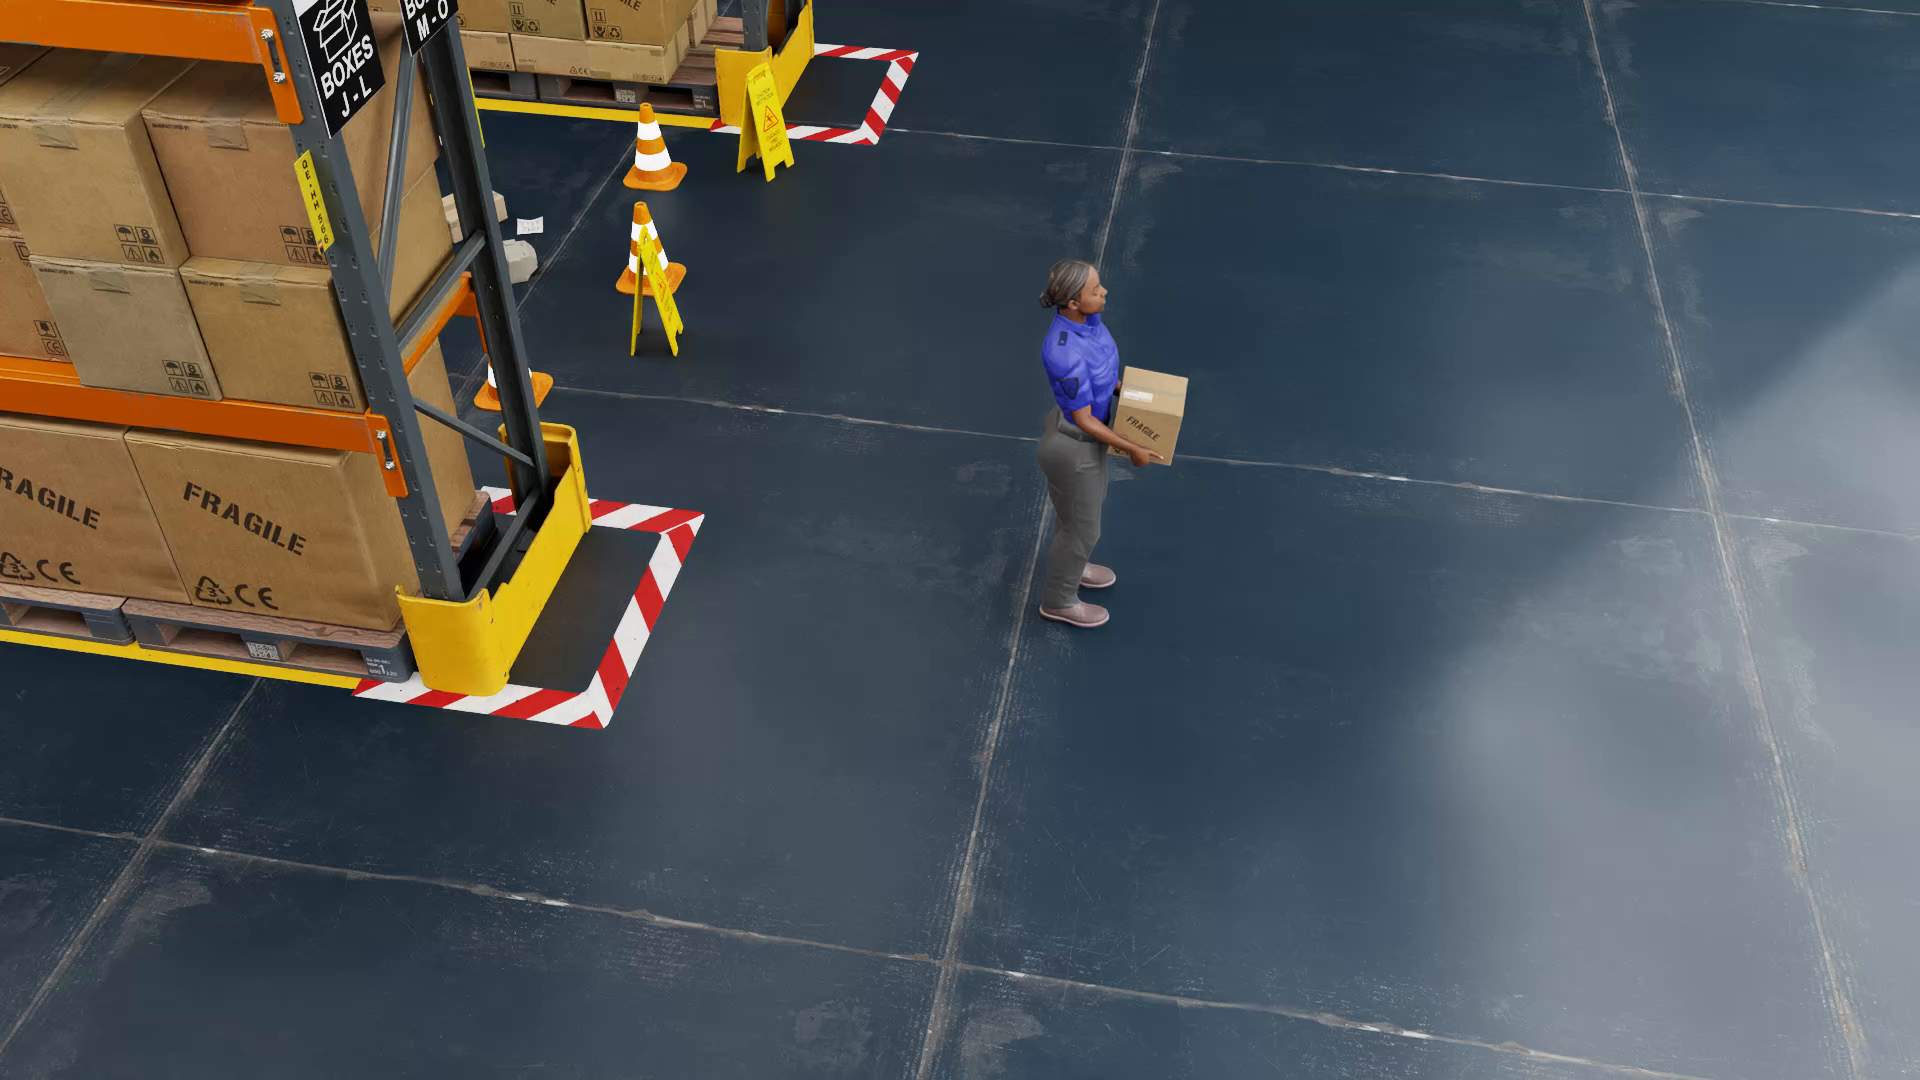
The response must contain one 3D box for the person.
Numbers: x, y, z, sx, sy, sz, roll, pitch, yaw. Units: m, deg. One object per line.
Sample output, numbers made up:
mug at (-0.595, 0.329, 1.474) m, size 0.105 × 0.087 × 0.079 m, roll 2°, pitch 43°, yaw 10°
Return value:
person at (0.551, -0.372, 6.601) m, size 0.522 × 1.645 × 0.450 m, roll 7°, pitch 41°, yaw 8°
